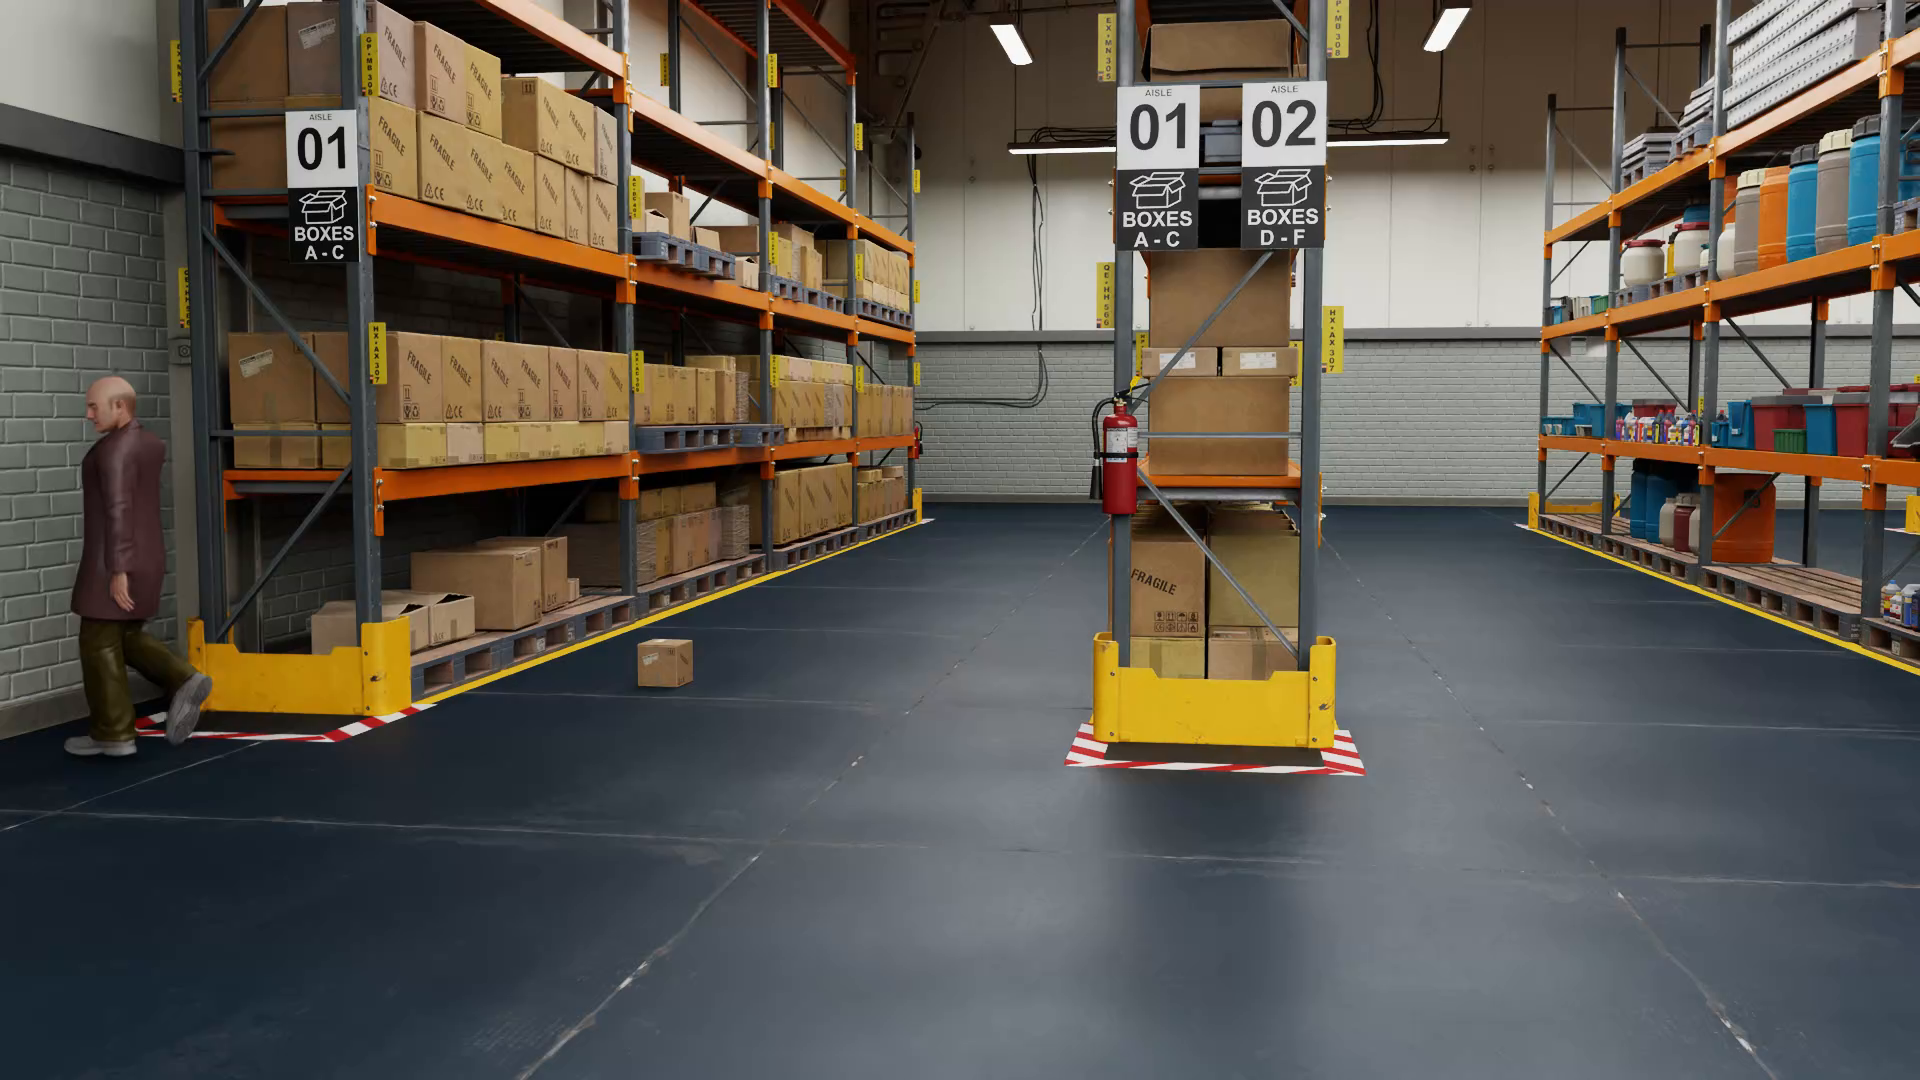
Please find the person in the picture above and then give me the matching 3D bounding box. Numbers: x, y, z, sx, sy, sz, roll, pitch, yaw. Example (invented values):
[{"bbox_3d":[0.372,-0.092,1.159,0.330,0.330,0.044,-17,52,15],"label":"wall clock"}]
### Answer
[{"bbox_3d":[-3.880,0.124,7.766,0.687,1.768,0.572,0,4,2],"label":"person"}]
